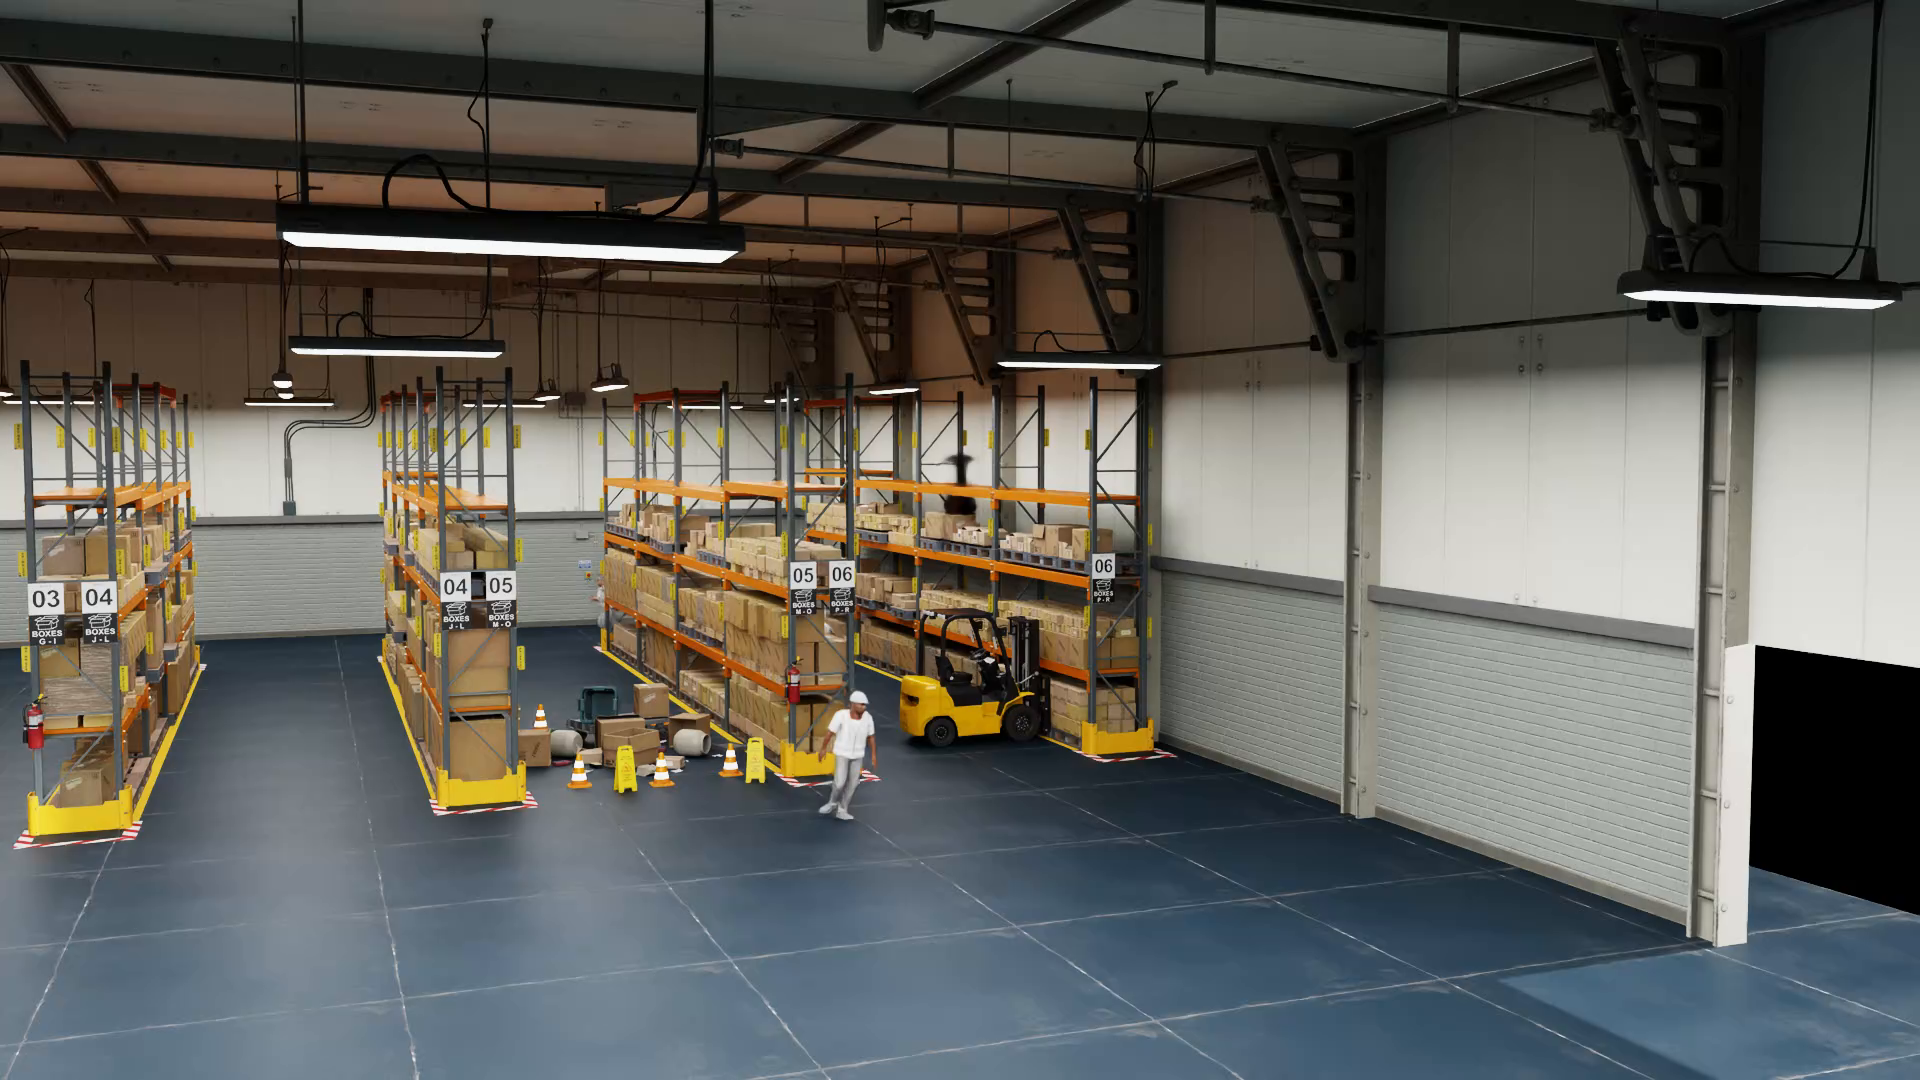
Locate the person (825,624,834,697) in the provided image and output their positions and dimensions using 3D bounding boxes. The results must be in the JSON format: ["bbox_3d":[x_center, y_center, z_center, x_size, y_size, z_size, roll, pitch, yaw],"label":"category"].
[{"bbox_3d":[-2.702,2.188,31.603,0.673,1.764,1.000,-2,4,-25],"label":"person"}]

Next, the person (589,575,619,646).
[{"bbox_3d":[-8.602,1.698,40.656,0.978,1.728,0.597,-2,4,-26],"label":"person"}]

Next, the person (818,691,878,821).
[{"bbox_3d":[-1.461,2.829,21.836,0.716,1.727,0.606,-2,4,-25],"label":"person"}]
